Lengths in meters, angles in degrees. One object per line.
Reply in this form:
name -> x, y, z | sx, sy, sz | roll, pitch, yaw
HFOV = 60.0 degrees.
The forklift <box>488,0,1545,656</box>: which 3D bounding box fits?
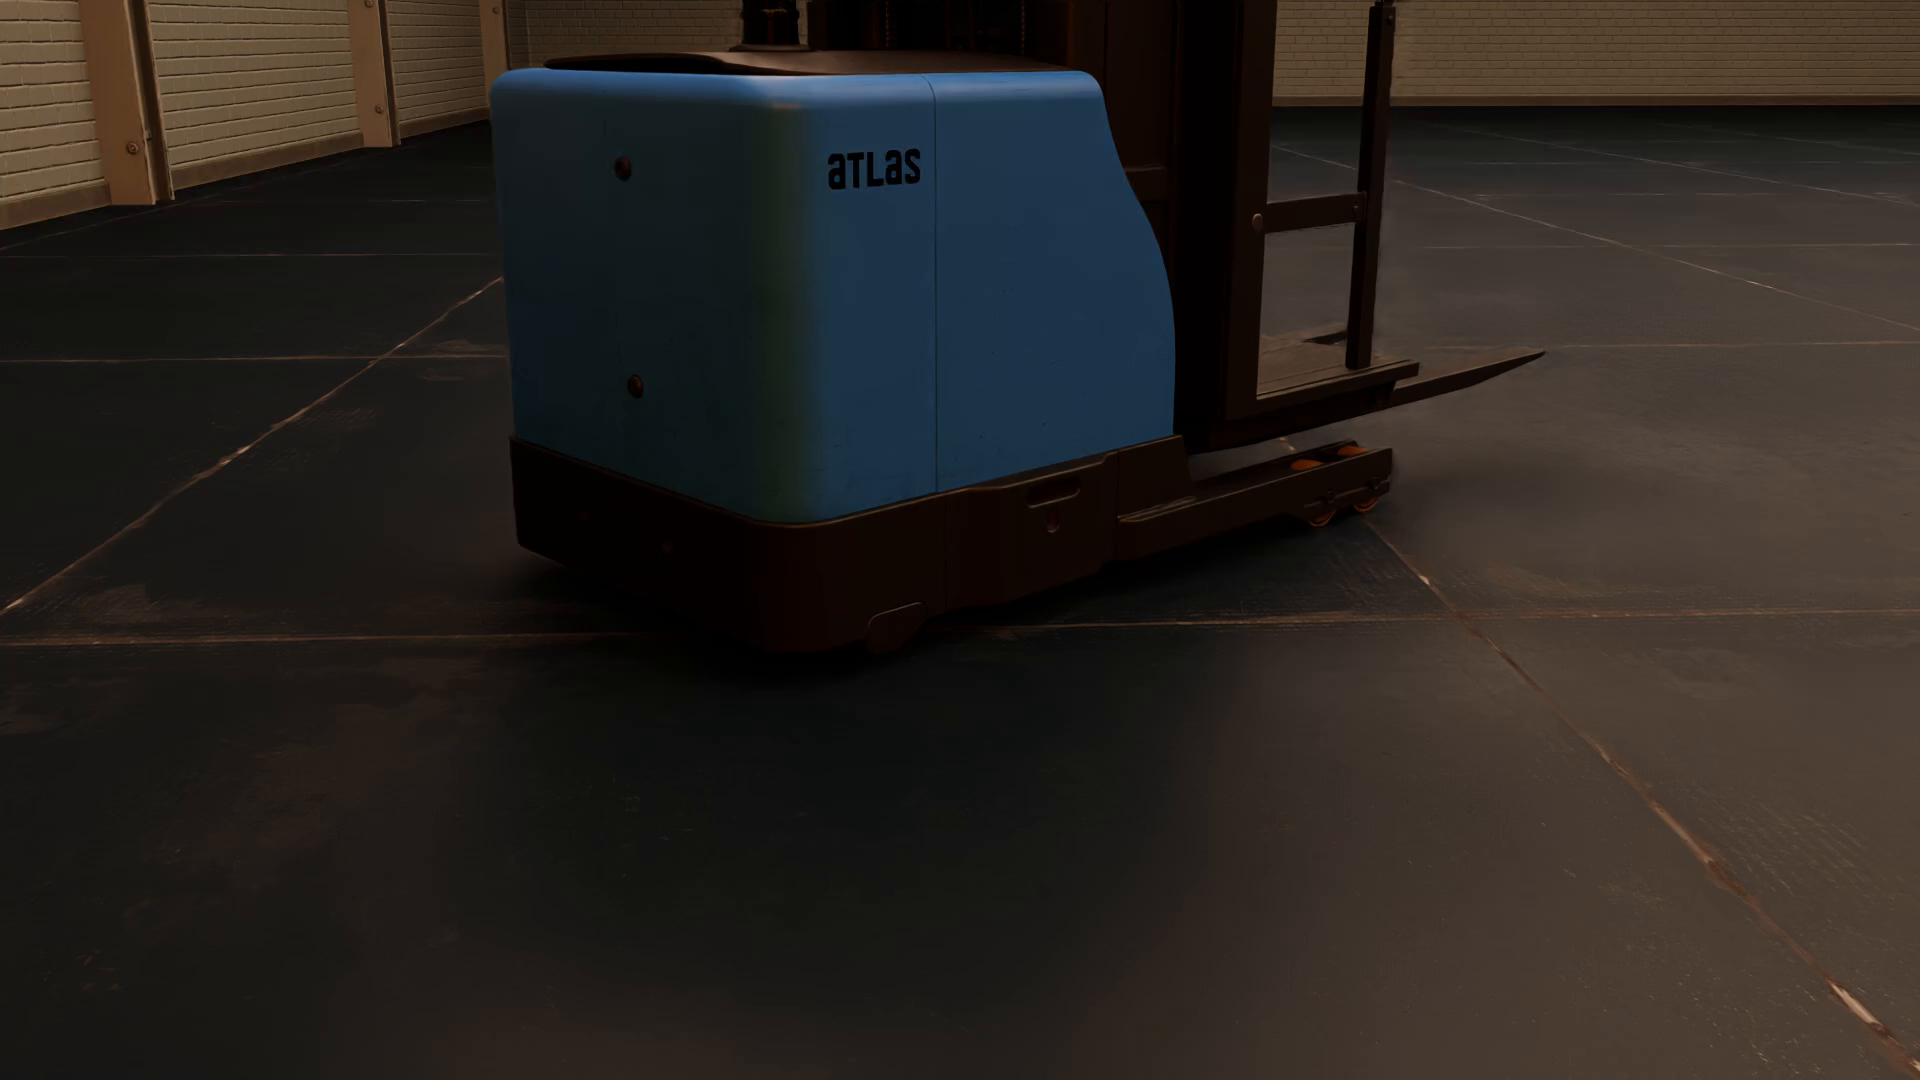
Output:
forklift -> 0.440, -1.530, 3.908 | 3.031, 2.935, 1.130 | -15, 23, -41
